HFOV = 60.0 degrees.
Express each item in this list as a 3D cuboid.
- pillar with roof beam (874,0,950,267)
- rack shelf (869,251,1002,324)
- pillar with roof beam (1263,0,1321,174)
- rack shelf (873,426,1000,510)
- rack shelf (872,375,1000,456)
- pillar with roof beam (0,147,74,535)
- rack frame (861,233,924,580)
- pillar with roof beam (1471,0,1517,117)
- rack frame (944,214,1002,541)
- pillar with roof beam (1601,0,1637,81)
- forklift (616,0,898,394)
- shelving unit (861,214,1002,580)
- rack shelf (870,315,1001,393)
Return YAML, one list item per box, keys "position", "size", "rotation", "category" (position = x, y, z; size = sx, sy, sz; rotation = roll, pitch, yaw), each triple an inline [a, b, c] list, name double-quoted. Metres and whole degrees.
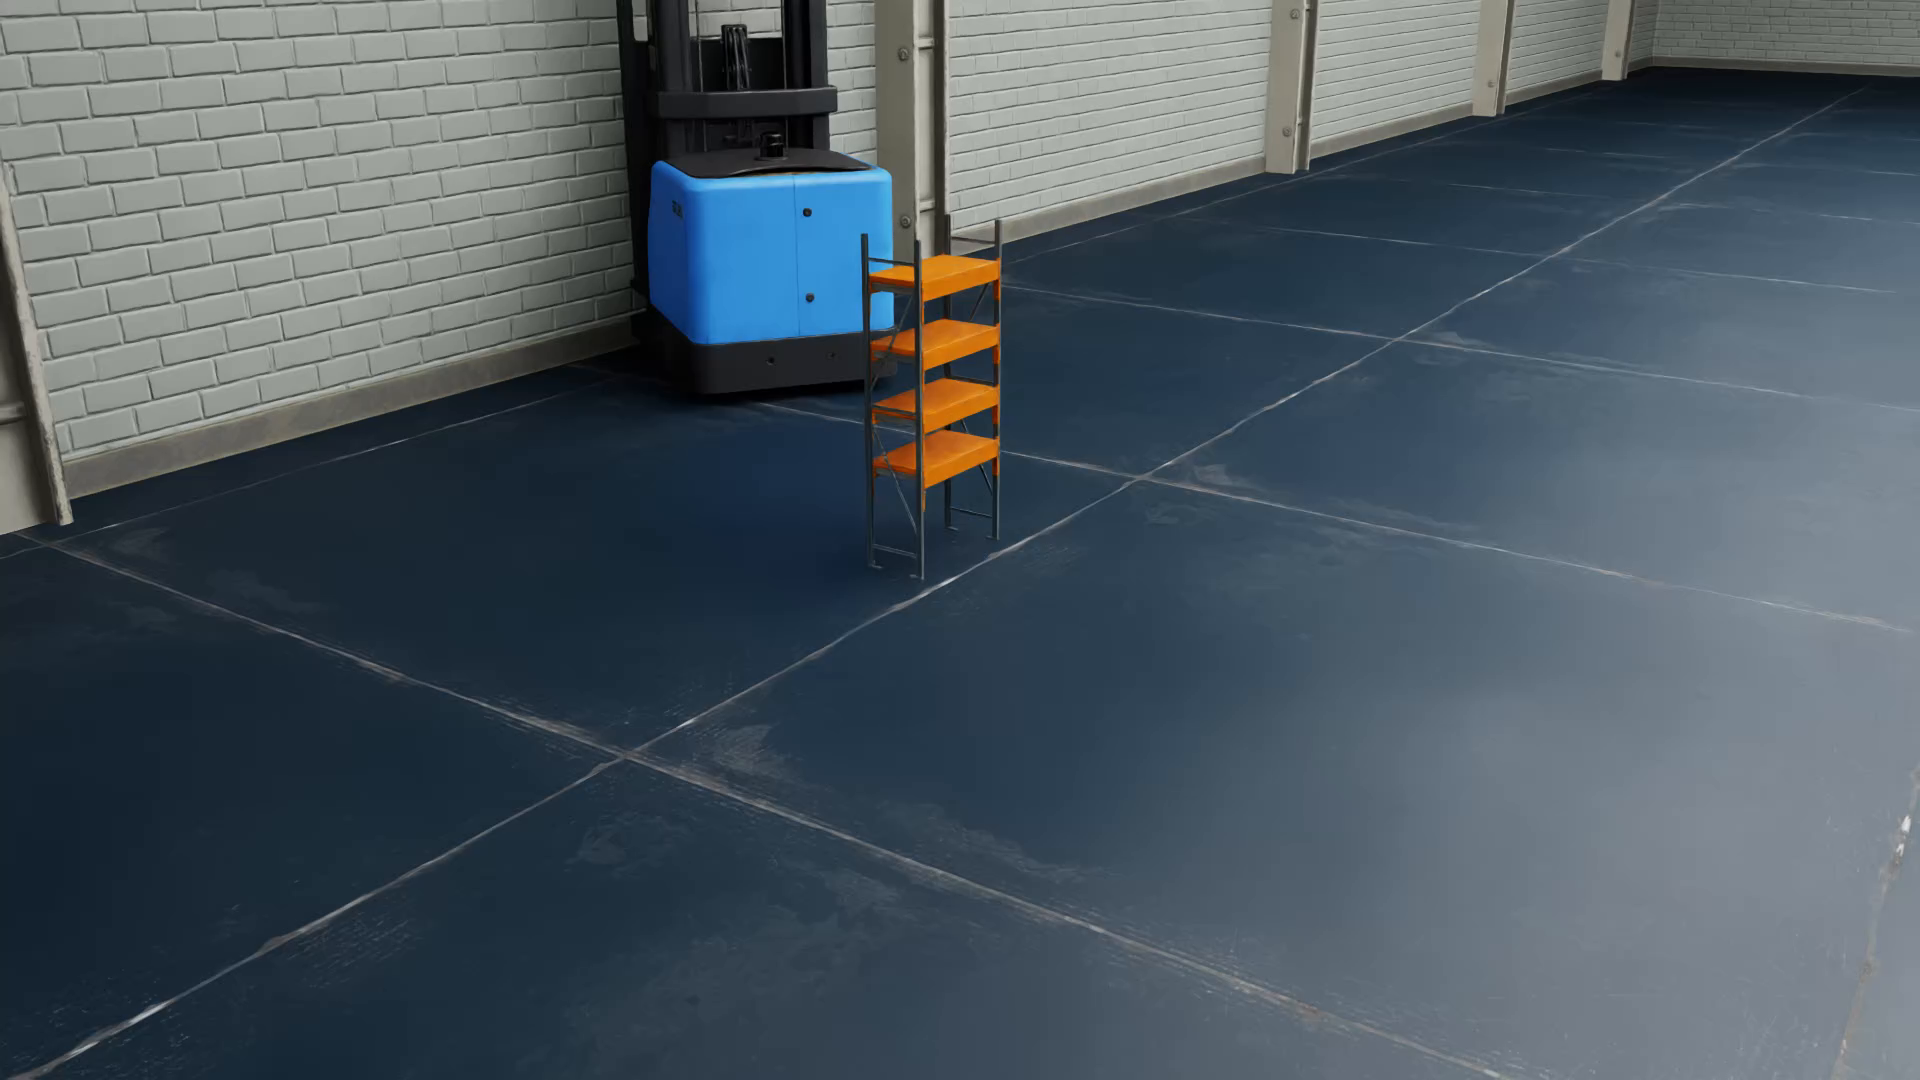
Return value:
- position: [3.258, -5.146, 7.205]
  size: [9.100, 9.000, 0.400]
  rotation: [13, 24, 32]
  category: "pillar with roof beam"
- position: [-0.093, -0.884, 5.792]
  size: [0.258, 0.148, 0.480]
  rotation: [13, 24, 32]
  category: "rack shelf"
- position: [6.631, -6.867, 11.859]
  size: [9.100, 9.000, 0.400]
  rotation: [13, 24, 32]
  category: "pillar with roof beam"
- position: [-0.093, -0.266, 6.021]
  size: [0.258, 0.148, 0.480]
  rotation: [13, 24, 32]
  category: "rack shelf"
- position: [-0.093, -0.452, 5.952]
  size: [0.258, 0.148, 0.480]
  rotation: [13, 24, 32]
  category: "rack shelf"
- position: [-0.114, -3.424, 2.551]
  size: [9.100, 9.000, 0.400]
  rotation: [13, 24, 32]
  category: "pillar with roof beam"
- position: [-0.230, -0.445, 5.739]
  size: [0.240, 1.200, 0.015]
  rotation: [13, 24, 32]
  category: "rack frame"
- position: [10.004, -8.589, 16.513]
  size: [9.100, 9.000, 0.400]
  rotation: [13, 24, 32]
  category: "pillar with roof beam"
- position: [0.044, -0.585, 6.118]
  size: [0.240, 1.200, 0.015]
  rotation: [13, 24, 32]
  category: "rack frame"
- position: [13.377, -10.310, 21.167]
  size: [9.100, 9.000, 0.400]
  rotation: [13, 24, 32]
  category: "pillar with roof beam"
- position: [-1.319, -2.548, 8.929]
  size: [1.130, 2.935, 3.031]
  rotation: [-8, 22, -20]
  category: "forklift"
- position: [-0.093, -0.515, 5.928]
  size: [0.258, 1.200, 0.503]
  rotation: [13, 24, 32]
  category: "shelving unit"
- position: [-0.093, -0.662, 5.874]
  size: [0.258, 0.148, 0.480]
  rotation: [13, 24, 32]
  category: "rack shelf"
